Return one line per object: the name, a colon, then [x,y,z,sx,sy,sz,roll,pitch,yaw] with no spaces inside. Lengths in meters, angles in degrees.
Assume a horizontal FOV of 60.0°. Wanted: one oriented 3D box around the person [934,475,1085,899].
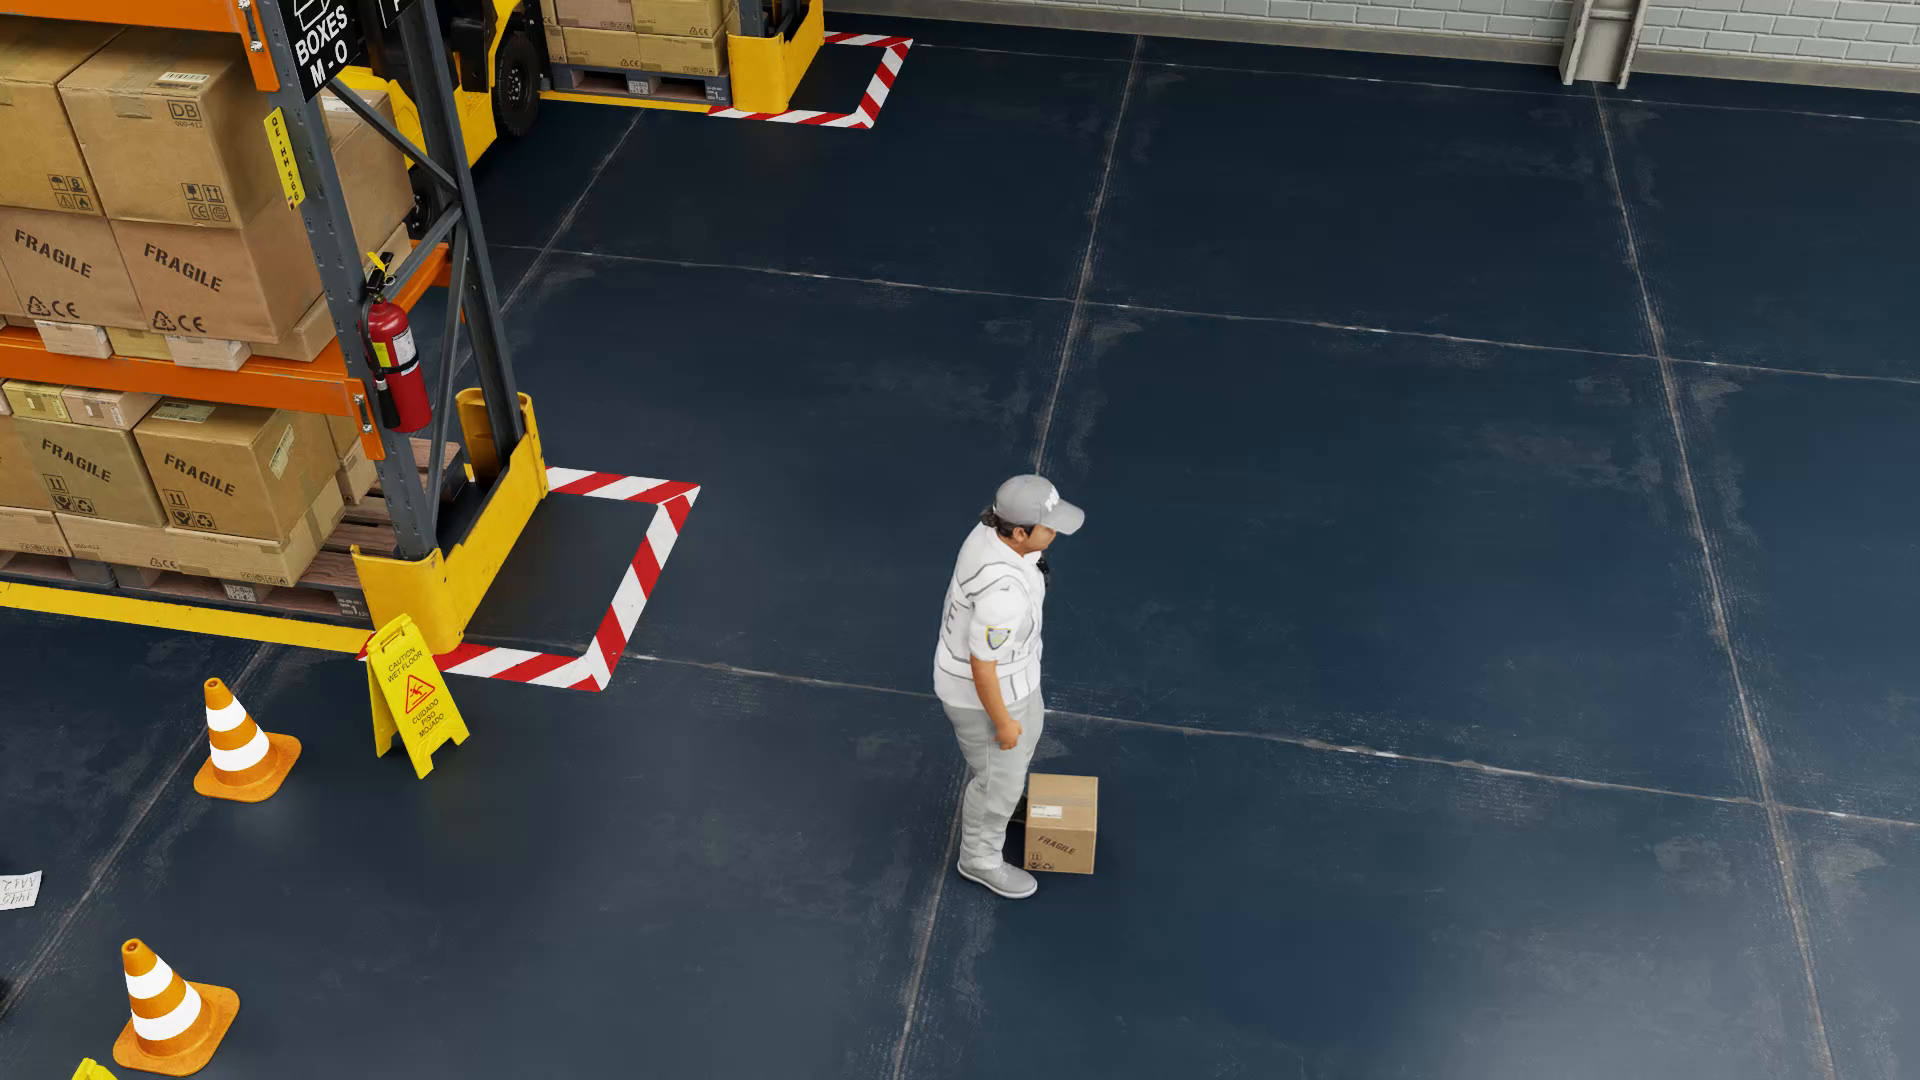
person: [0.152,0.466,5.612,0.465,1.667,0.561,5,41,6]
